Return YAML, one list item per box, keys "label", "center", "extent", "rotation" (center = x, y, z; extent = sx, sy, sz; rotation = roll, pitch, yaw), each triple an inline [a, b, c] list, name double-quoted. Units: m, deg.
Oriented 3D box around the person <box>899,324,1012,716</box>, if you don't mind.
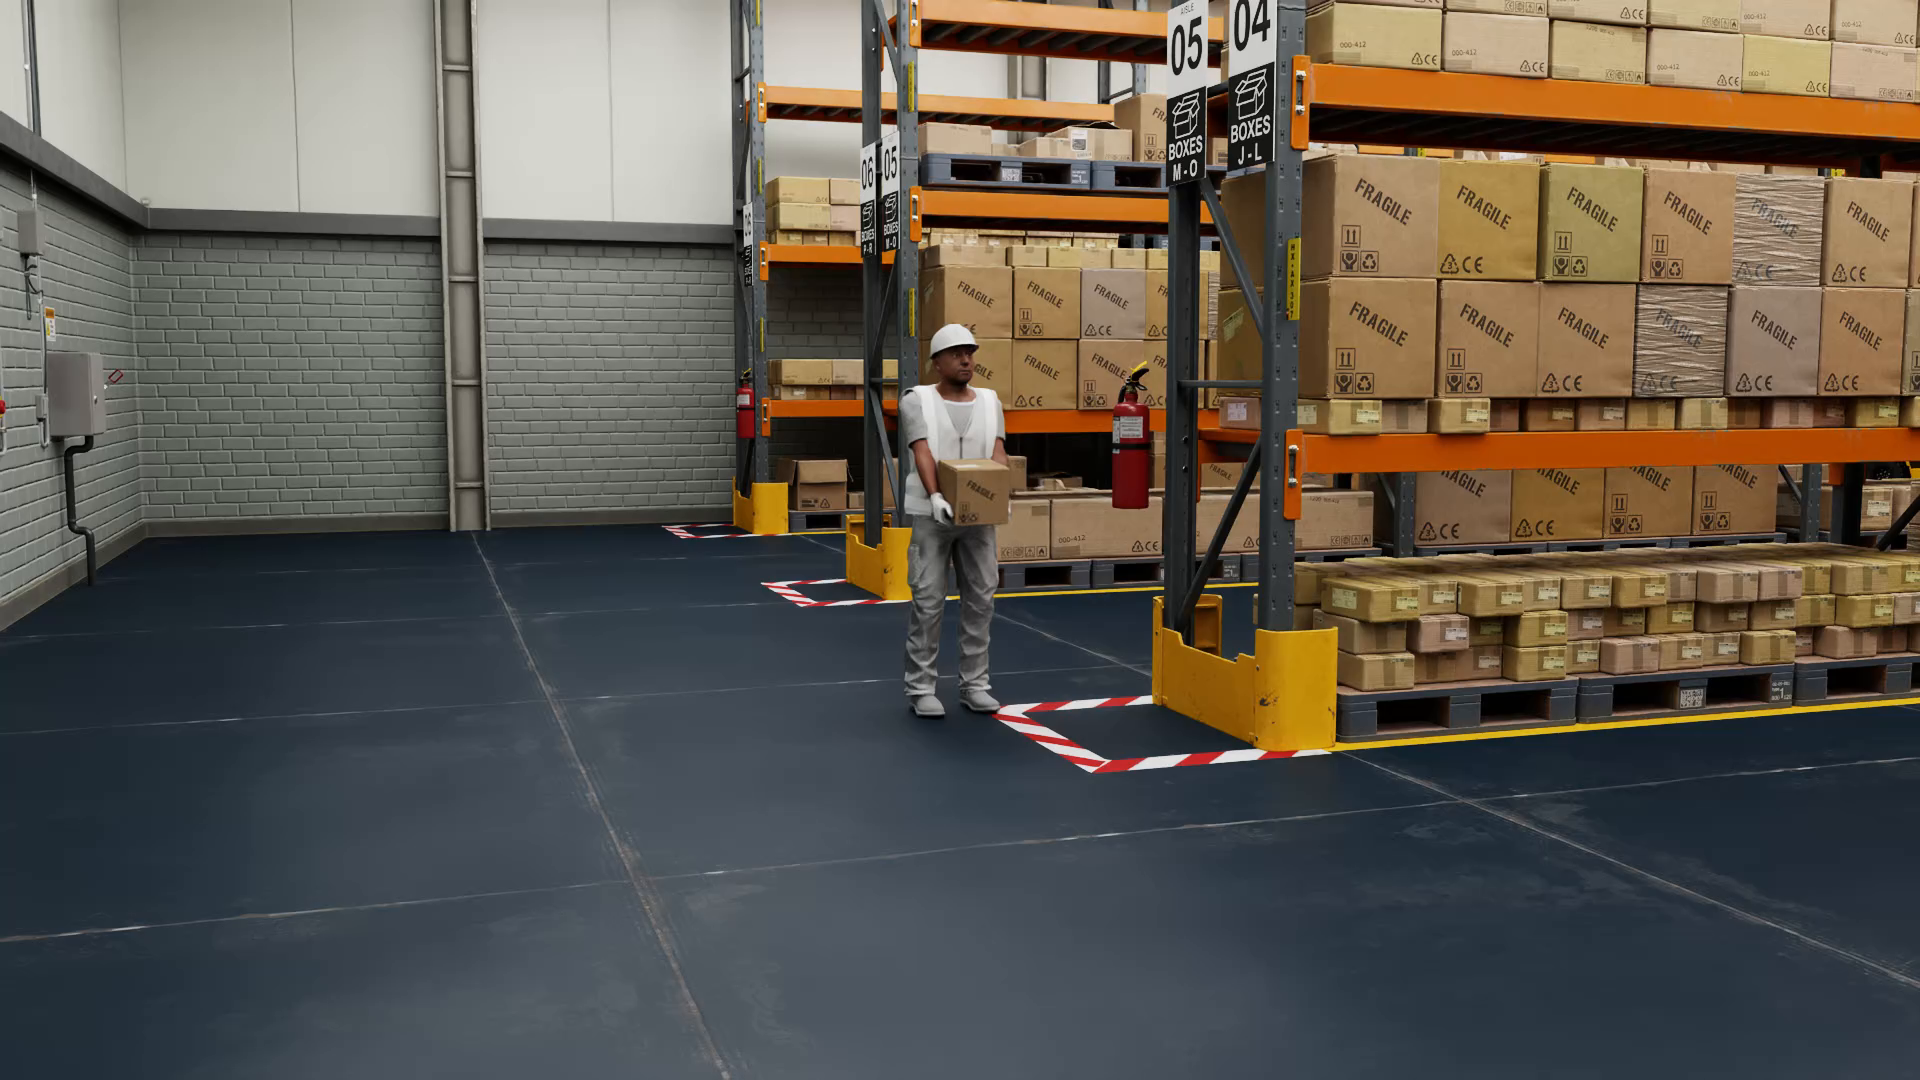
- label: "person"
  center: [0.006, -0.089, 7.564]
  extent: [0.489, 1.782, 0.566]
  rotation: [-2, 6, -21]
